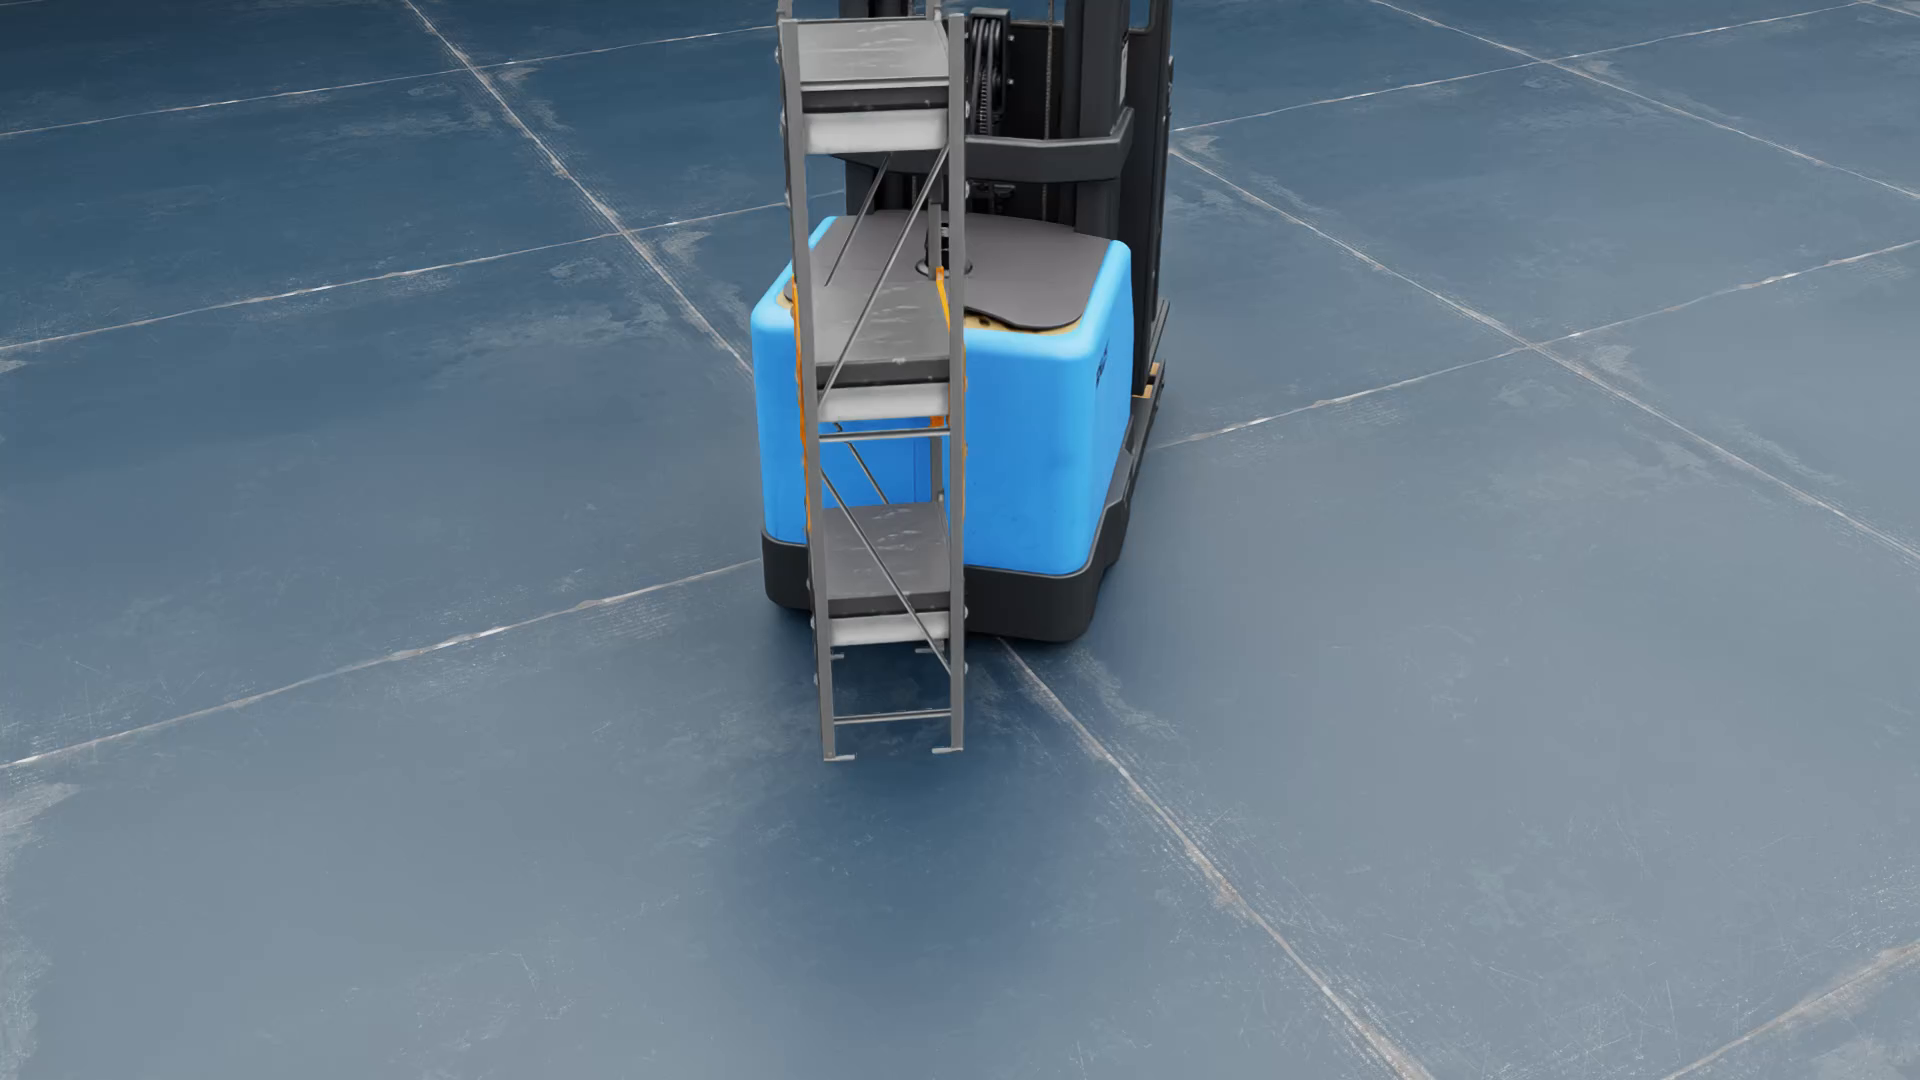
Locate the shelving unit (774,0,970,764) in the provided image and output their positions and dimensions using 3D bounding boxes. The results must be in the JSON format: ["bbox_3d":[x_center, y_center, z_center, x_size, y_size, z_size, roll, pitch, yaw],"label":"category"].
[{"bbox_3d":[-0.220,-0.393,4.417,0.431,2.100,0.503,-4,33,-6],"label":"shelving unit"}]

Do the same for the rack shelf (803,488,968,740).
[{"bbox_3d":[-0.220,0.208,4.802,0.431,0.518,0.480,-4,33,-6],"label":"rack shelf"}]

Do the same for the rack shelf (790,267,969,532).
[{"bbox_3d":[-0.220,-0.381,4.424,0.431,0.518,0.480,-4,33,-6],"label":"rack shelf"}]

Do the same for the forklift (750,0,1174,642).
[{"bbox_3d":[0.198,-1.706,5.696,1.130,2.935,3.031,7,33,11],"label":"forklift"}]

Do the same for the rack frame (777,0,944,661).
[{"bbox_3d":[-0.249,-0.524,4.621,0.400,2.100,0.015,-4,33,-6],"label":"rack frame"}]

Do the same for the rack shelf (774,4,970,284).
[{"bbox_3d":[-0.220,-0.971,4.047,0.431,0.518,0.480,-4,33,-6],"label":"rack shelf"}]

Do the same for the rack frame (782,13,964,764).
[{"bbox_3d":[-0.190,-0.262,4.213,0.400,2.100,0.015,-4,33,-6],"label":"rack frame"}]
